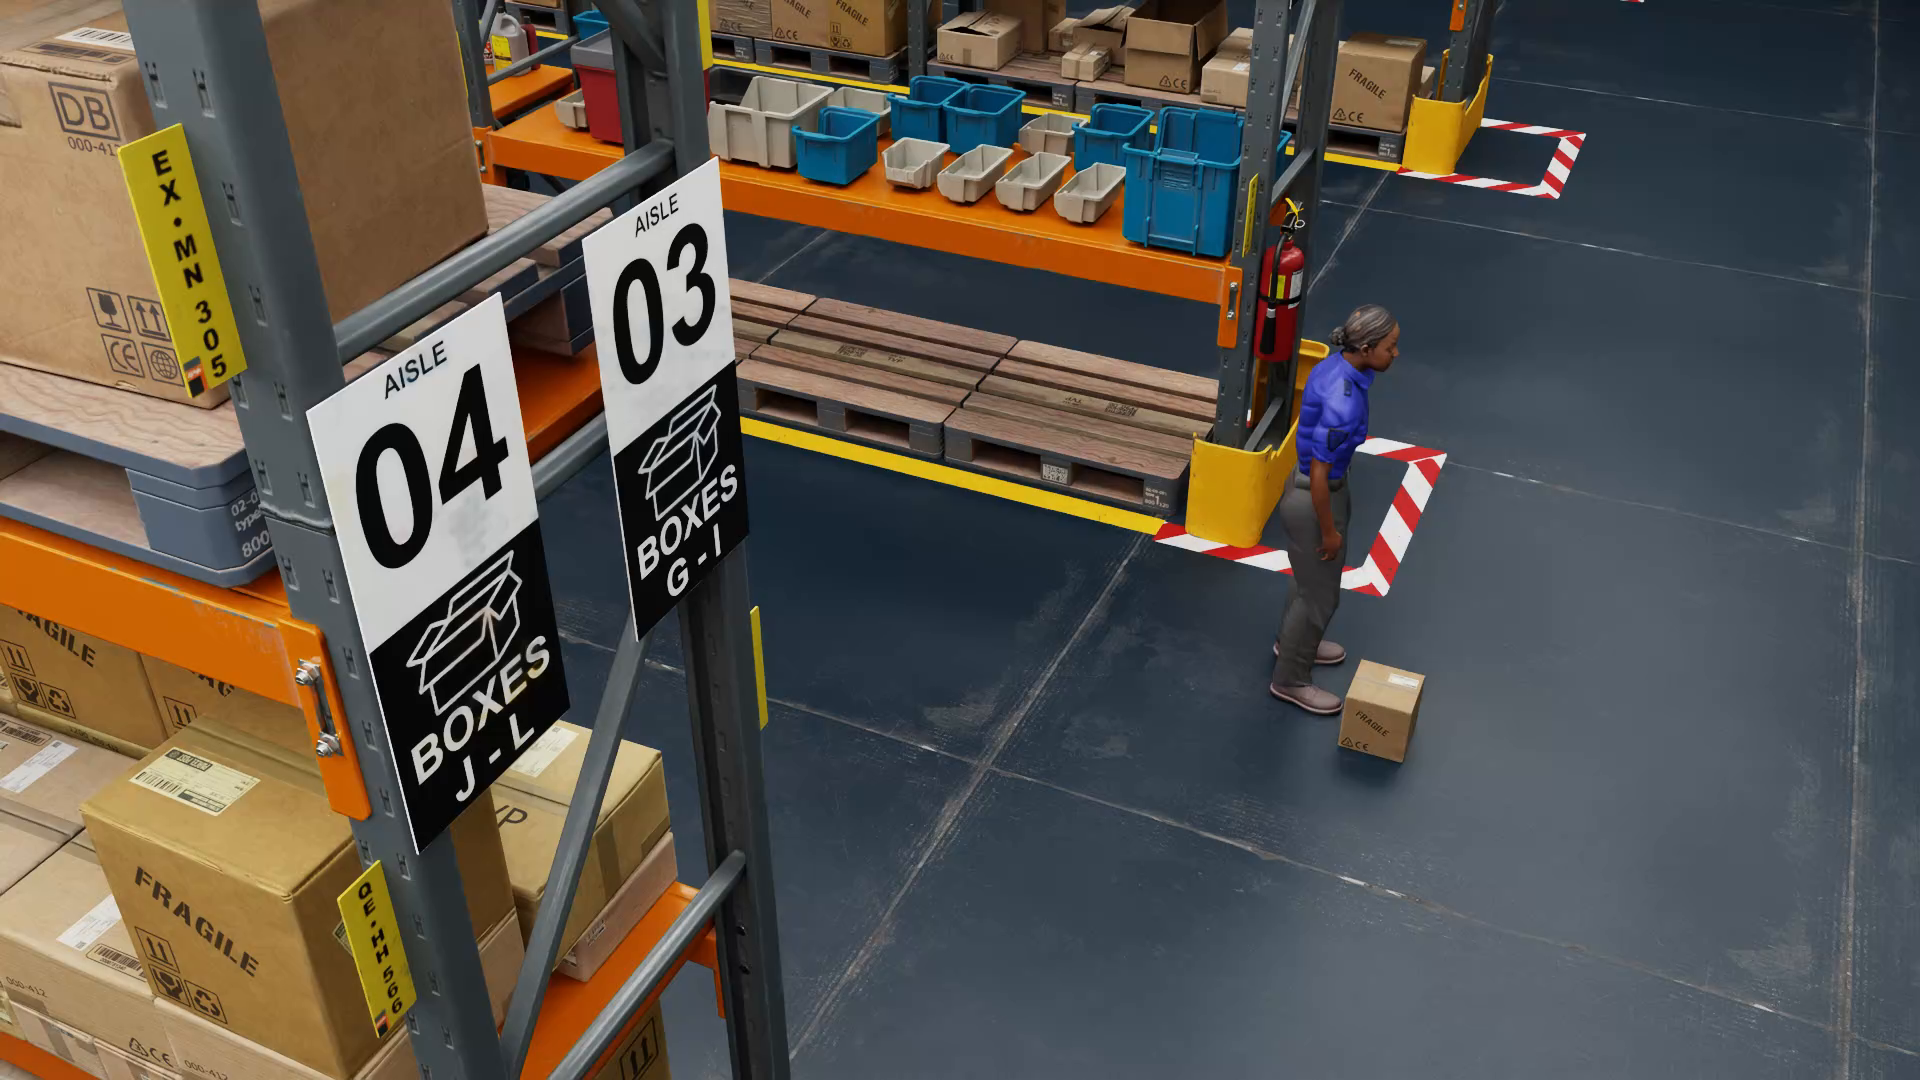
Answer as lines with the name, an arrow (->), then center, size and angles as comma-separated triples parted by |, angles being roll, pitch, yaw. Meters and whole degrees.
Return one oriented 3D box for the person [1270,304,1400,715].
person -> 1.404, -0.139, 6.353 | 0.348, 1.655, 0.509 | 9, 35, 13
